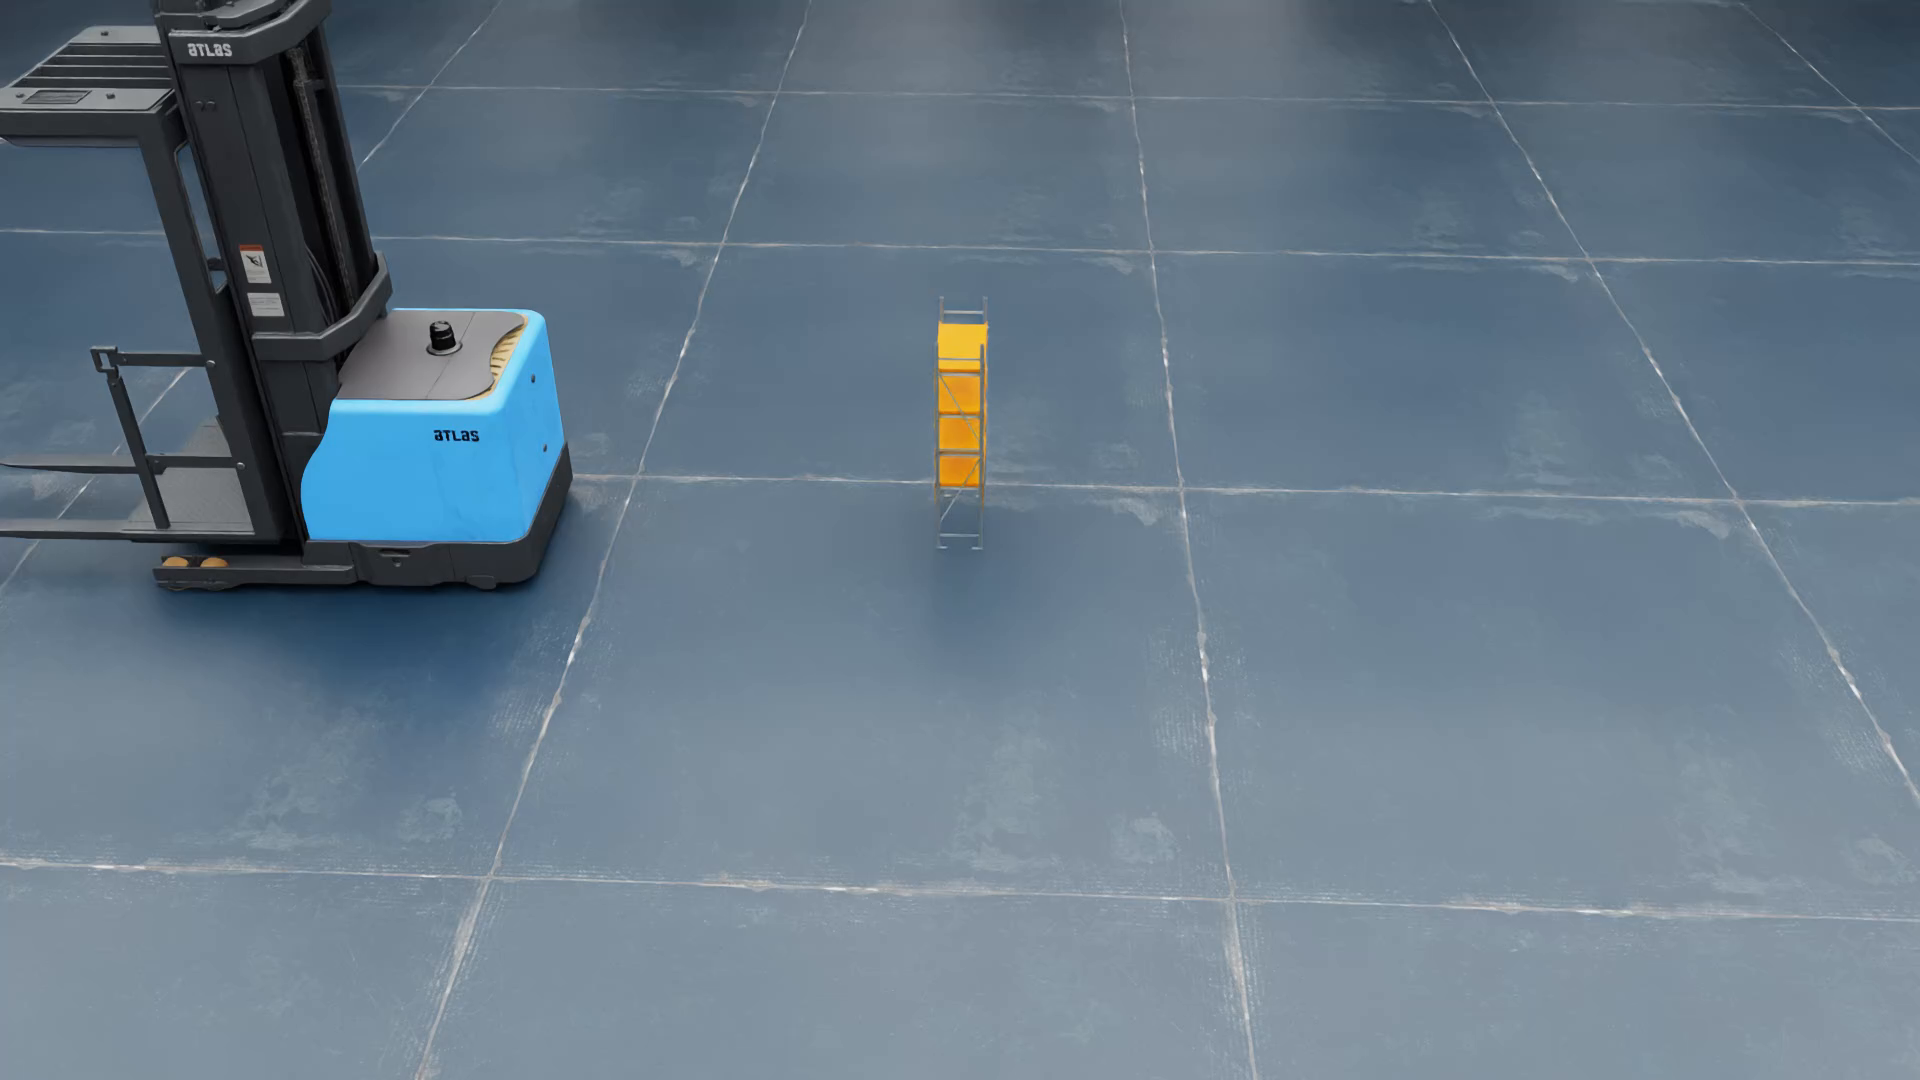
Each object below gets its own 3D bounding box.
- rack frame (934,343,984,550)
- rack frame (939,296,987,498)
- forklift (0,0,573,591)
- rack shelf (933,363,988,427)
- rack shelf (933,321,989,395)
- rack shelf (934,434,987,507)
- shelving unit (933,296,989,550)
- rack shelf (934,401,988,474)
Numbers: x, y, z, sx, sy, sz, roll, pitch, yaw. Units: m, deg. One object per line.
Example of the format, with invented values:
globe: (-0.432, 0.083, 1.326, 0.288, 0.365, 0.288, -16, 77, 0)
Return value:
rack frame: (-0.003, -0.446, 8.287, 0.240, 1.200, 0.015, 1, 35, 2)
rack frame: (0.016, -0.726, 8.686, 0.240, 1.200, 0.015, 1, 35, 2)
forklift: (-3.630, -1.248, 7.922, 3.031, 2.935, 1.130, 1, 35, 1)
rack shelf: (0.007, -0.714, 8.396, 0.258, 0.148, 0.480, 1, 35, 2)
rack shelf: (0.007, -0.907, 8.260, 0.258, 0.148, 0.480, 1, 35, 2)
rack shelf: (0.007, -0.368, 8.639, 0.258, 0.148, 0.480, 1, 35, 2)
shelving unit: (0.007, -0.586, 8.486, 0.258, 1.200, 0.503, 1, 35, 2)
rack shelf: (0.007, -0.531, 8.525, 0.258, 0.148, 0.480, 1, 35, 2)
